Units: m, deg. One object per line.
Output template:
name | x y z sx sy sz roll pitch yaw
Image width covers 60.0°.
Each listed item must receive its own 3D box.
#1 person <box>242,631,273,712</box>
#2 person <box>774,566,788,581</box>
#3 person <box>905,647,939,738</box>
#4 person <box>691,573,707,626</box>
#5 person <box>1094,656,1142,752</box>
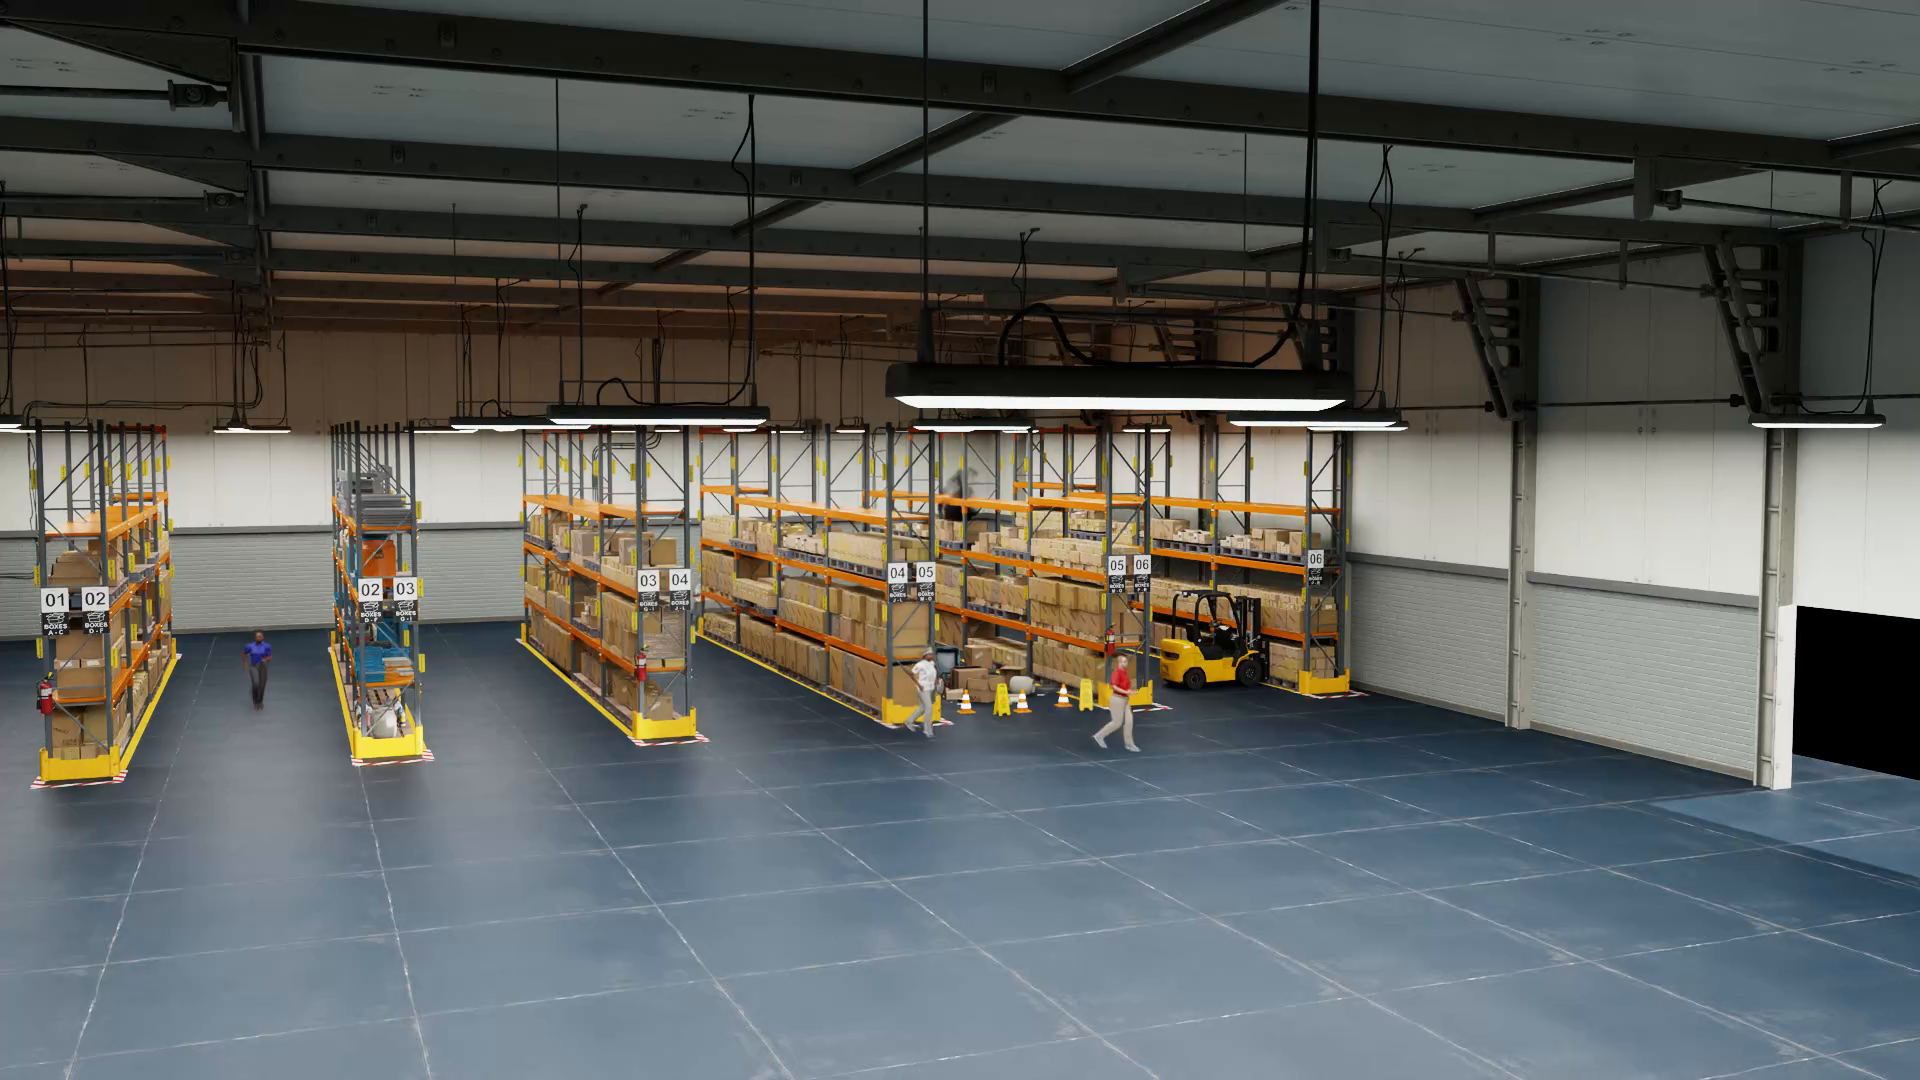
person | -14.613 2.740 34.639 0.530 1.690 0.801 -2 4 -33
person | -5.498 1.669 50.347 0.896 1.816 0.693 -1 4 -21
person | -0.713 2.899 31.843 0.764 1.755 0.576 2 4 32
person | -7.778 1.792 49.378 0.815 1.686 0.792 0 4 -4
person | 2.881 2.974 30.262 0.867 1.752 0.685 1 4 21
